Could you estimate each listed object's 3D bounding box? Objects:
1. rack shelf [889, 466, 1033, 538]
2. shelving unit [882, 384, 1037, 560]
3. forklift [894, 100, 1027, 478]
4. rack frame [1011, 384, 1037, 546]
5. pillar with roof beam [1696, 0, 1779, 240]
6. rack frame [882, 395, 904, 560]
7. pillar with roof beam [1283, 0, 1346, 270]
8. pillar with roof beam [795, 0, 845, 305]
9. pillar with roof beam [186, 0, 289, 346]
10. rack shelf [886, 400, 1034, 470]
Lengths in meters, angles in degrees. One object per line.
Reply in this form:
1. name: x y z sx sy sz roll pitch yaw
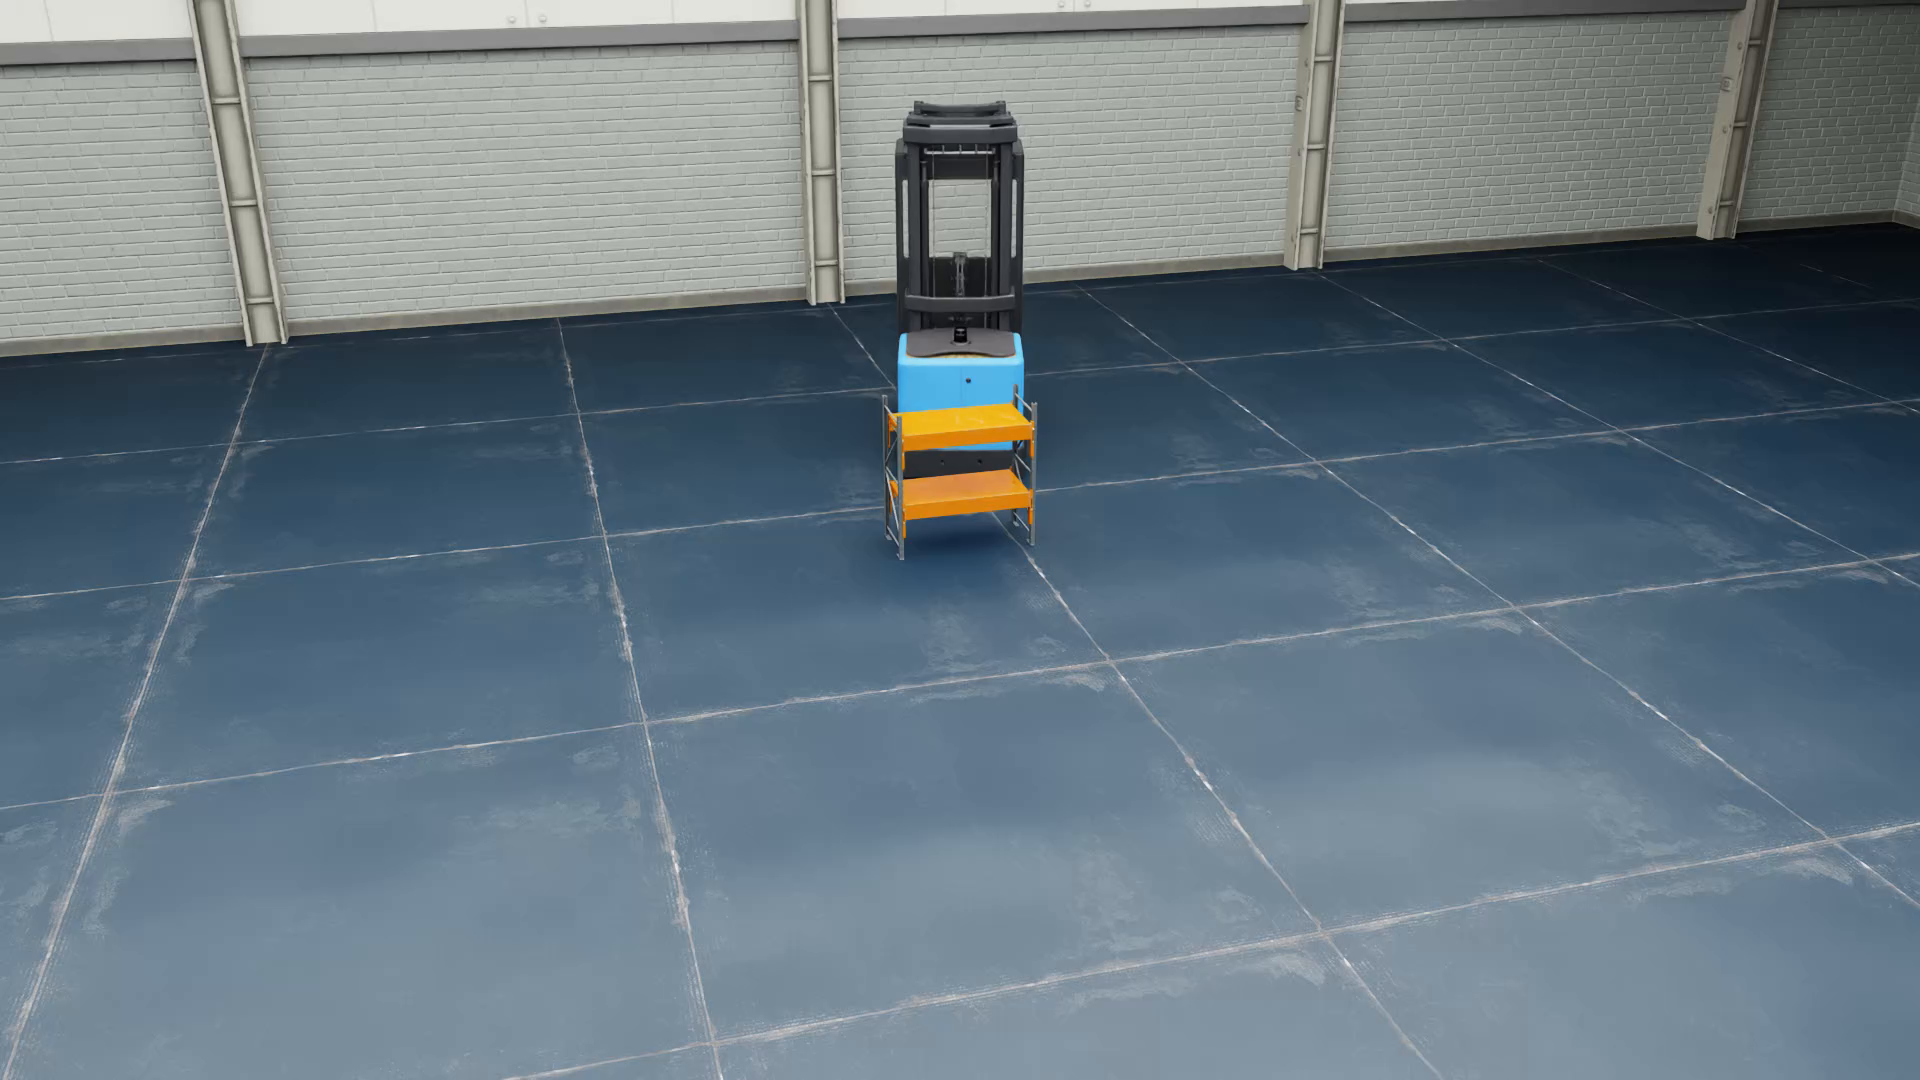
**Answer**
1. rack shelf: -0.007 -0.292 12.553 1.000 0.278 0.538 -6 24 -14
2. shelving unit: -0.007 -0.516 12.457 1.048 1.125 0.538 -6 24 -14
3. forklift: -0.006 -2.391 14.535 1.130 2.935 3.031 0 23 -1
4. rack frame: 0.483 -0.570 12.583 0.032 1.125 0.500 -6 24 -14
5. pillar with roof beam: 11.175 -6.526 16.477 0.400 9.000 9.100 -6 24 -14
6. rack frame: -0.496 -0.462 12.331 0.032 1.125 0.500 -6 24 -14
7. pillar with roof beam: 5.398 -5.887 14.987 0.400 9.000 9.100 -6 24 -14
8. pillar with roof beam: -0.379 -5.248 13.498 0.400 9.000 9.100 -6 24 -14
9. pillar with roof beam: -6.156 -4.609 12.009 0.400 9.000 9.100 -6 24 -14
10. rack shelf: -0.007 -0.785 12.341 1.000 0.278 0.538 -6 24 -14
